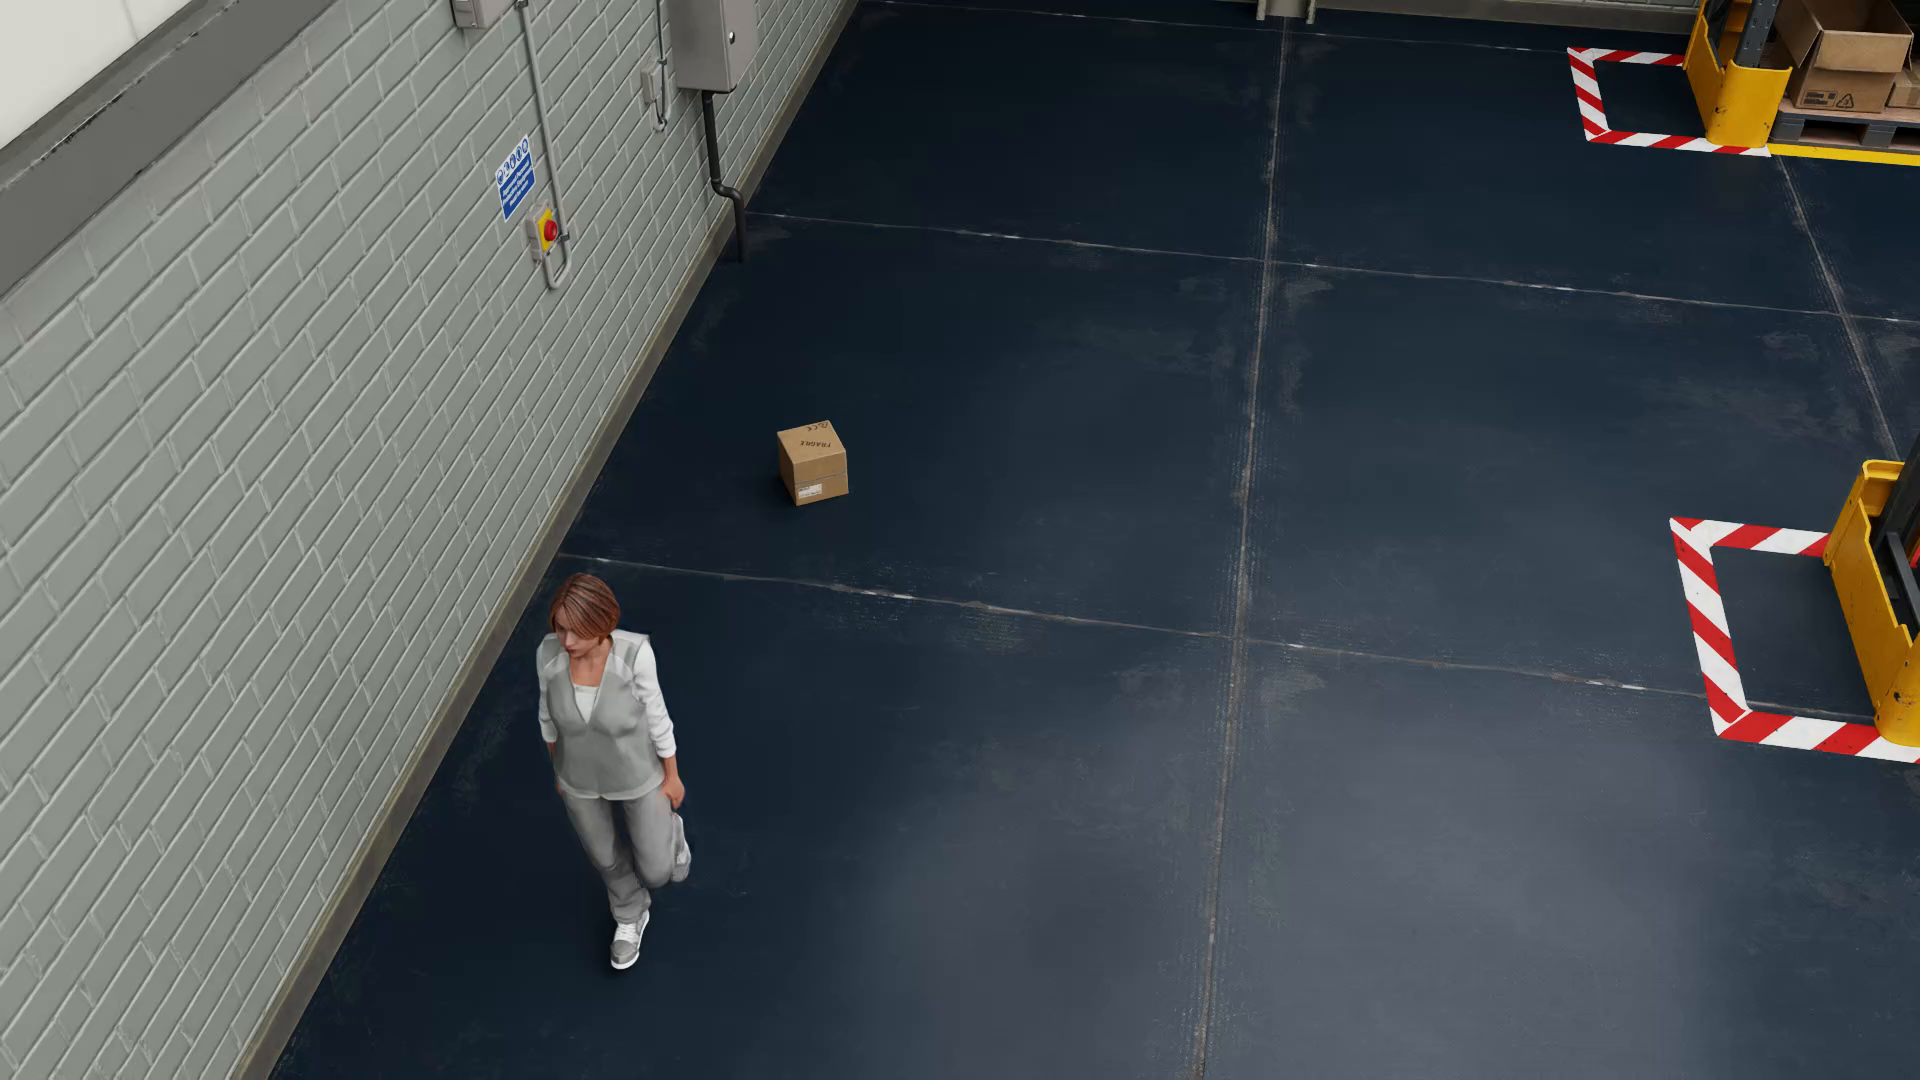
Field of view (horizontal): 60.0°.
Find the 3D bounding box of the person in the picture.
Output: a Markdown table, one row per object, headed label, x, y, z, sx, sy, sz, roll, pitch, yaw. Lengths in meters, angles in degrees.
| label | x | y | z | sx | sy | sz | roll | pitch | yaw |
| --- | --- | --- | --- | --- | --- | --- | --- | --- | --- |
| person | -1.092 | 0.721 | 5.303 | 0.434 | 1.580 | 0.487 | 2 | 41 | 3 |
